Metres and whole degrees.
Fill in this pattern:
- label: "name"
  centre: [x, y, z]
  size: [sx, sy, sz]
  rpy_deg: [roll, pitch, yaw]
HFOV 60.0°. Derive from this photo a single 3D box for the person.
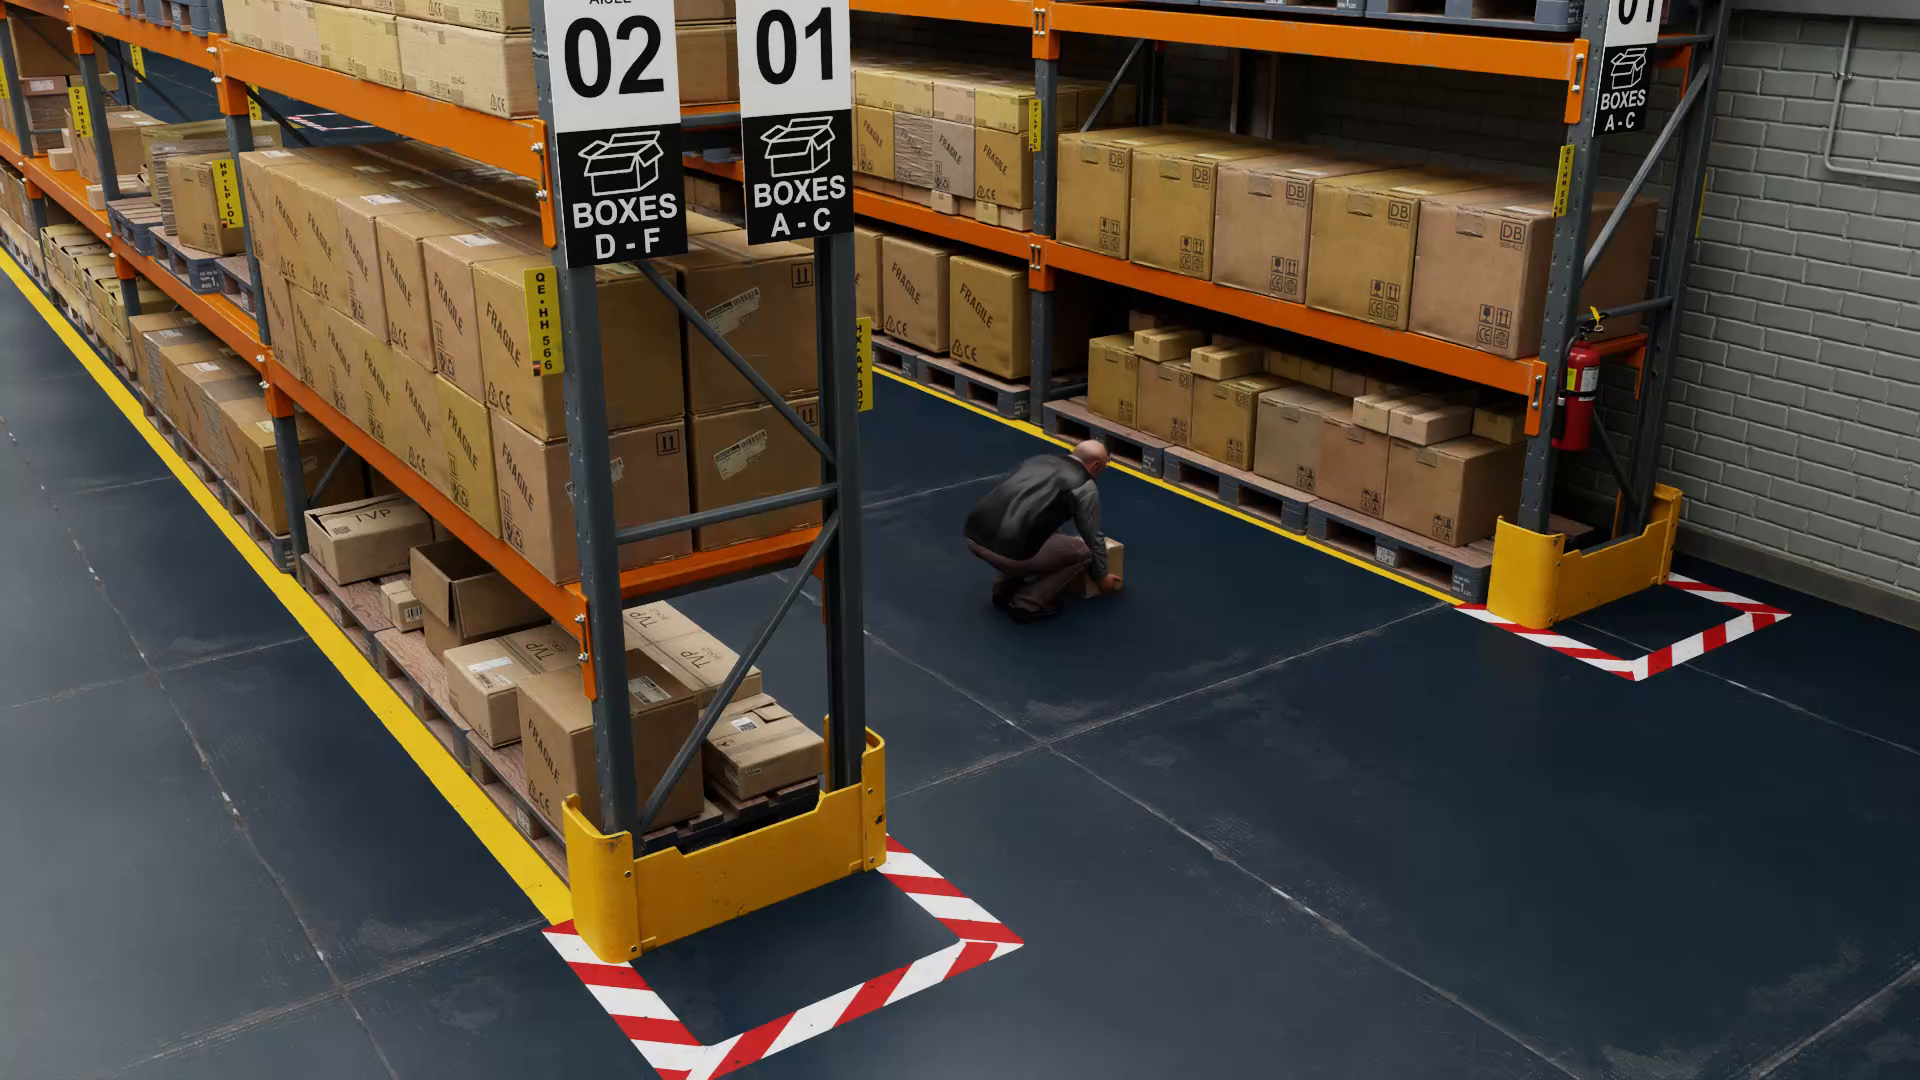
- label: "person"
  centre: [0.429, -0.035, 8.551]
  size: [0.886, 0.830, 0.526]
  rpy_deg: [-15, 26, -33]
